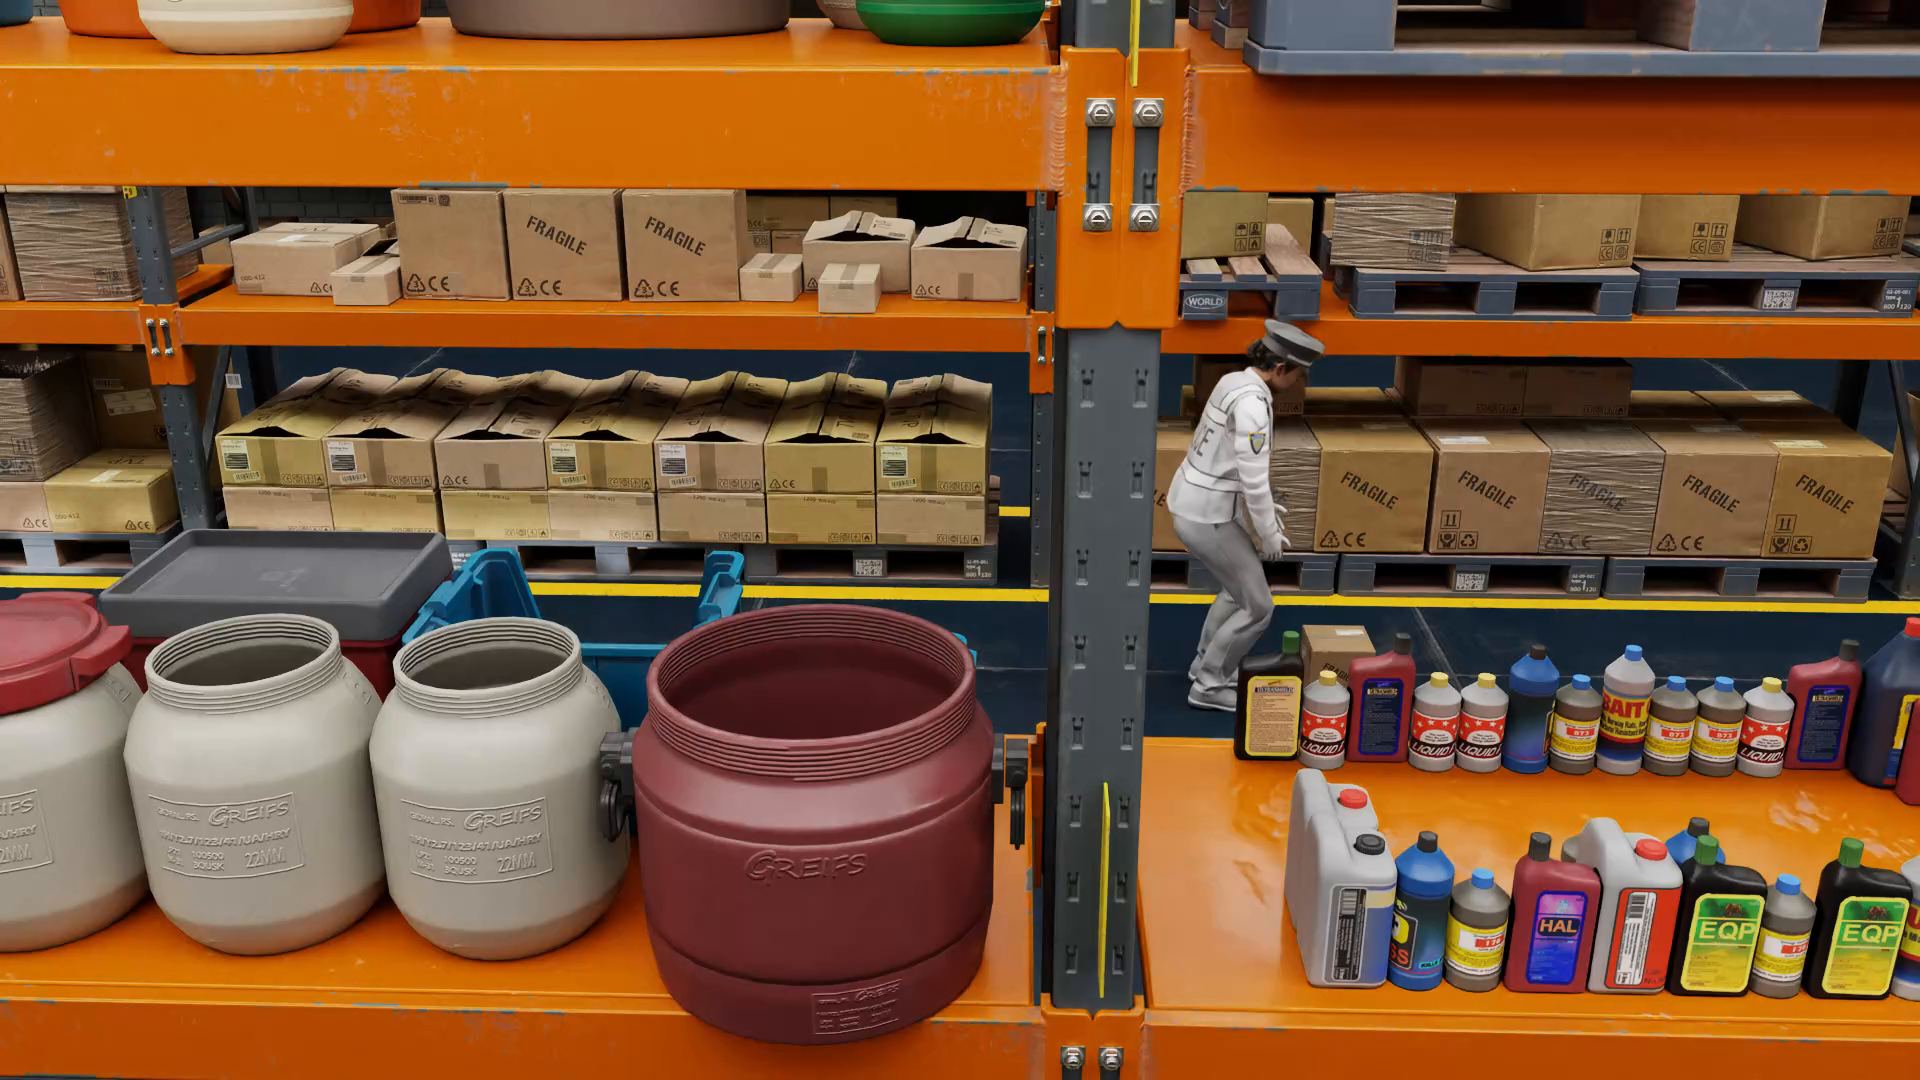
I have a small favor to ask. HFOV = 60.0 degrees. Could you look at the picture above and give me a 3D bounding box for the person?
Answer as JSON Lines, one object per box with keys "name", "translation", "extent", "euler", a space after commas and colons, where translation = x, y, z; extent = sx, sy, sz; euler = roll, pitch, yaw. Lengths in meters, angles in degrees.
{"name": "person", "translation": [1.098, -0.090, 6.534], "extent": [0.591, 1.522, 0.526], "euler": [1, 21, 2]}
